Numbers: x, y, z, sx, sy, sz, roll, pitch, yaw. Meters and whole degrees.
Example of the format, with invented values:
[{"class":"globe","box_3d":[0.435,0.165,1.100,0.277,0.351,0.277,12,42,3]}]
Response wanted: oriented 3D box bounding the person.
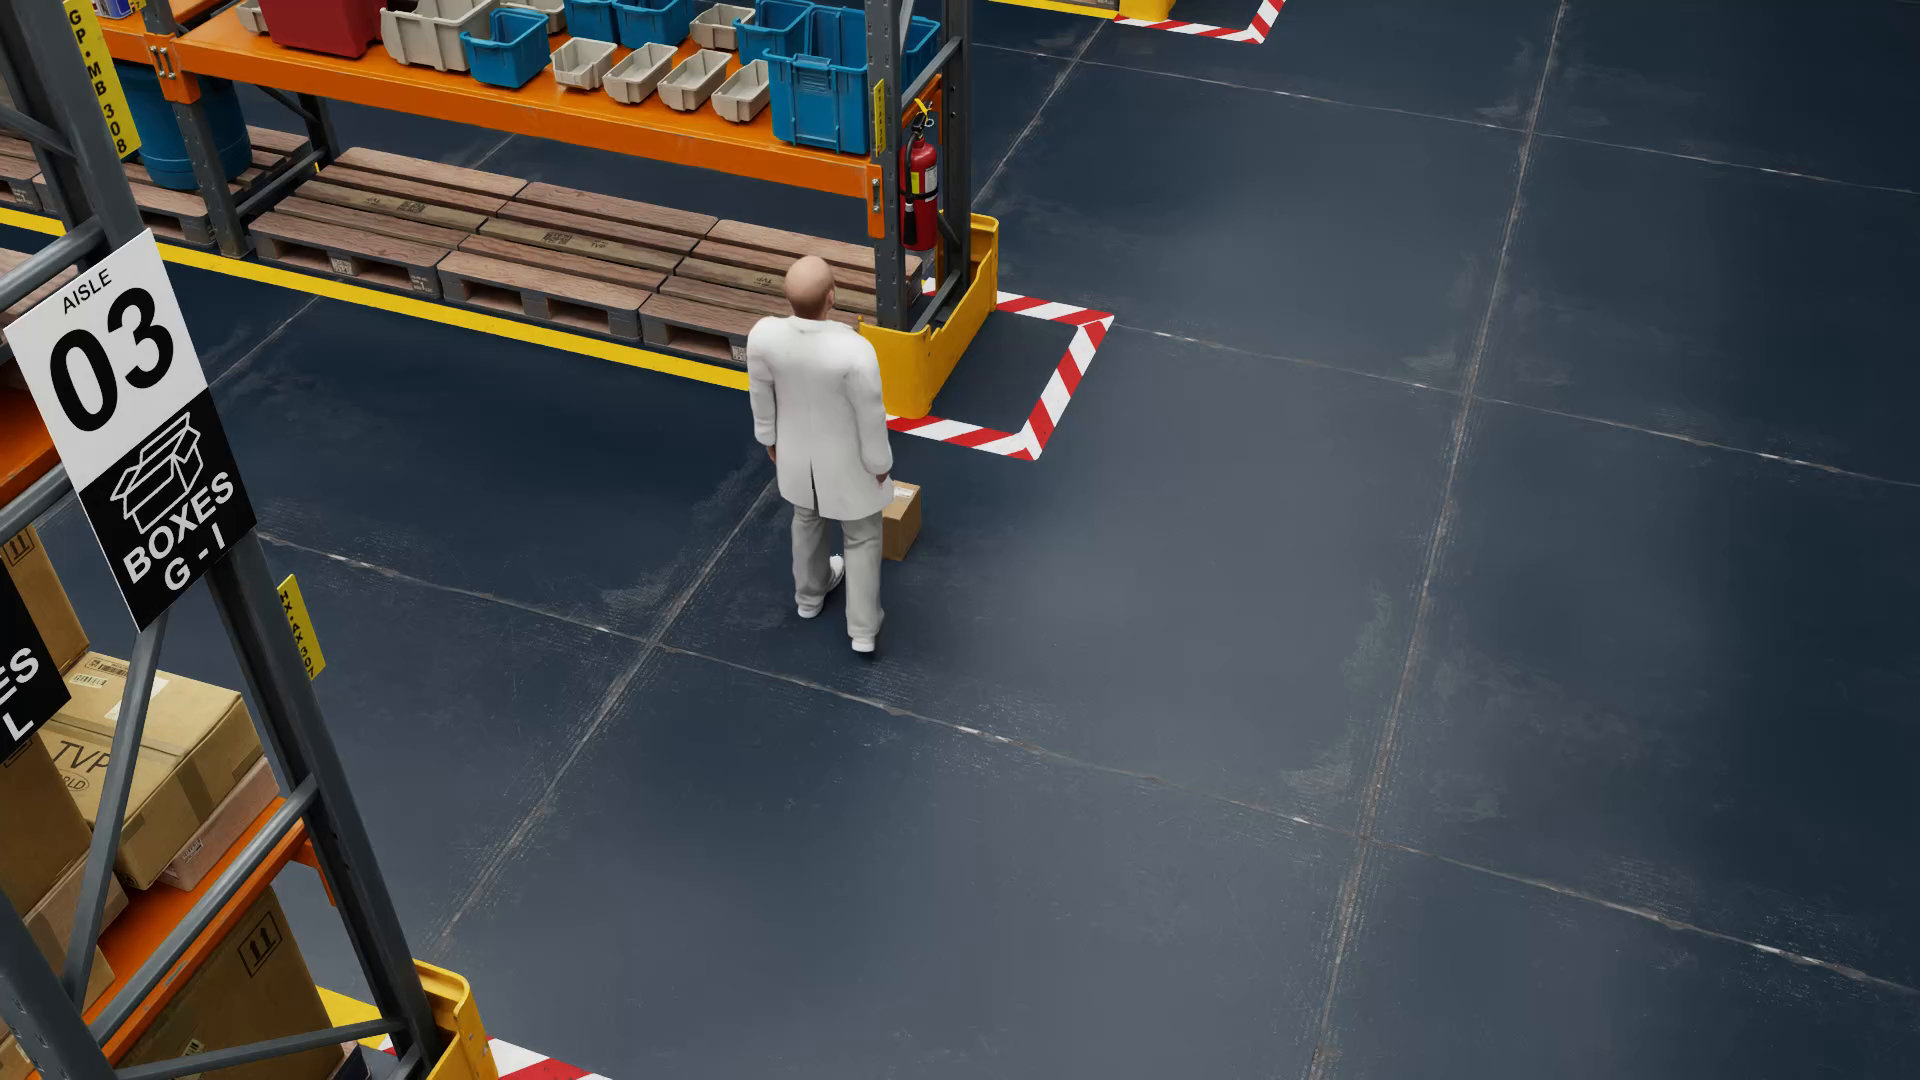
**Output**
[{"class":"person","box_3d":[-0.525,-0.335,6.630,0.592,1.773,0.522,15,43,16]}]
